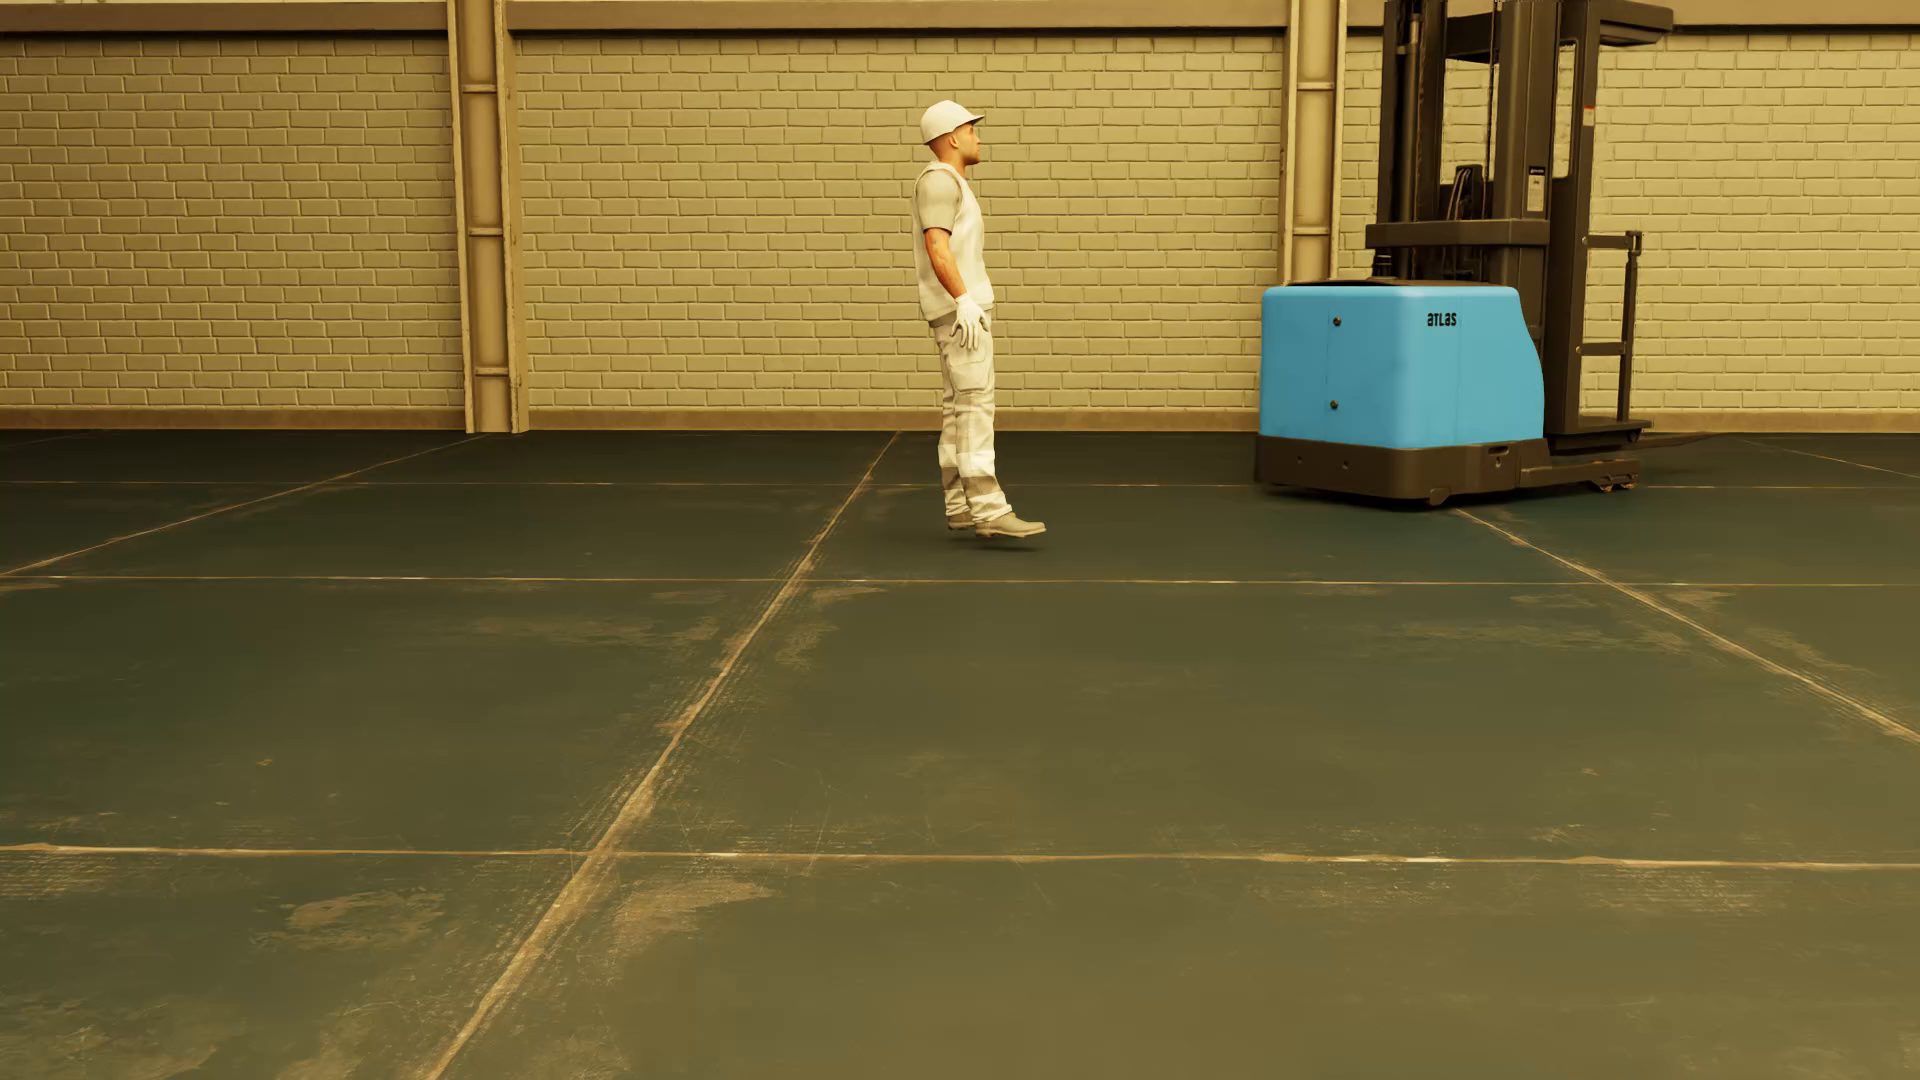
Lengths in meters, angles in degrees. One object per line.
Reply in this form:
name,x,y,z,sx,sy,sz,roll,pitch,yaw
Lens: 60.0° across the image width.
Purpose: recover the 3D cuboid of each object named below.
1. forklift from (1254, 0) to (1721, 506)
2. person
forklift,3.035,-1.761,8.953,3.031,2.935,1.130,-6,11,-35
person,0.079,-0.929,6.971,0.564,1.786,0.638,0,9,1
